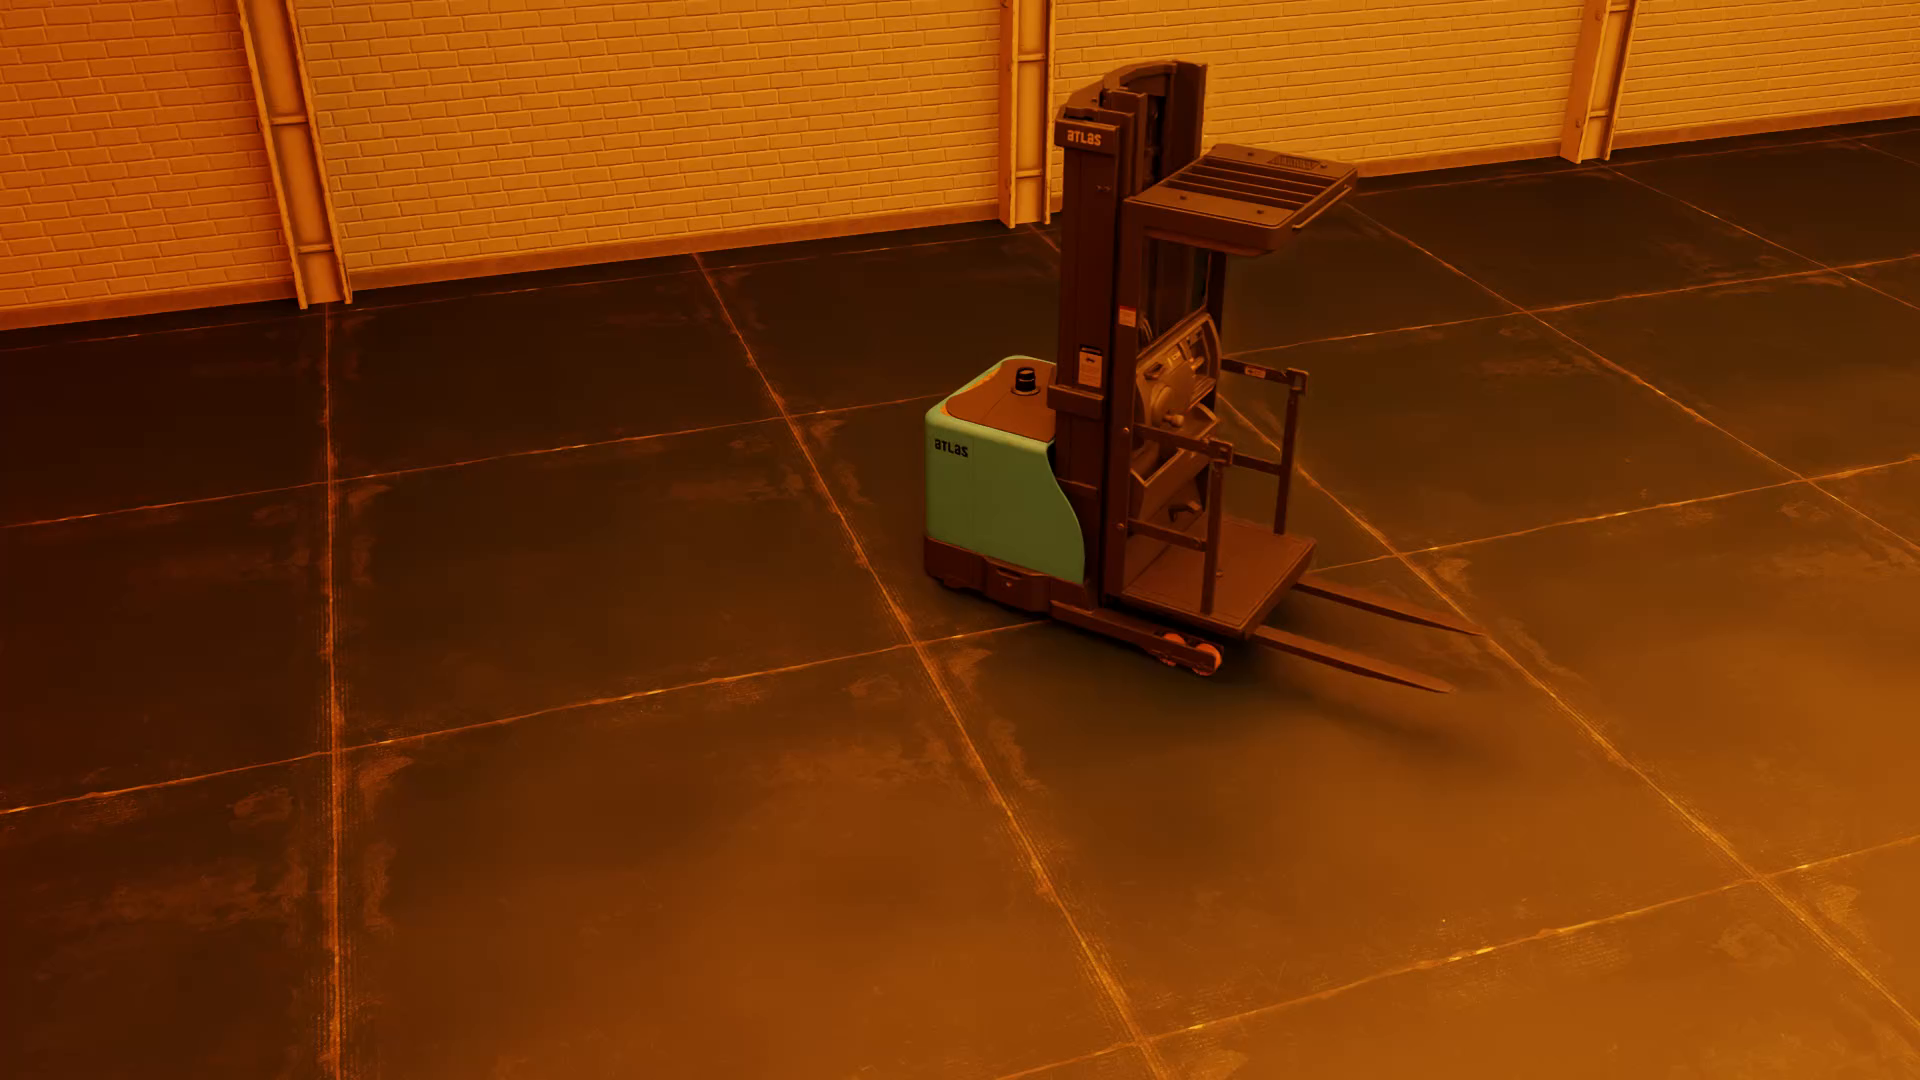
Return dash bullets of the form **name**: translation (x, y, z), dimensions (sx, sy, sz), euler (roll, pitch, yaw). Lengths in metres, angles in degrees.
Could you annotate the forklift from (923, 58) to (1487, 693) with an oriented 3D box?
- **forklift**: translation (1.315, -0.857, 8.576), dimensions (3.031, 2.935, 1.130), euler (17, 34, 27)
